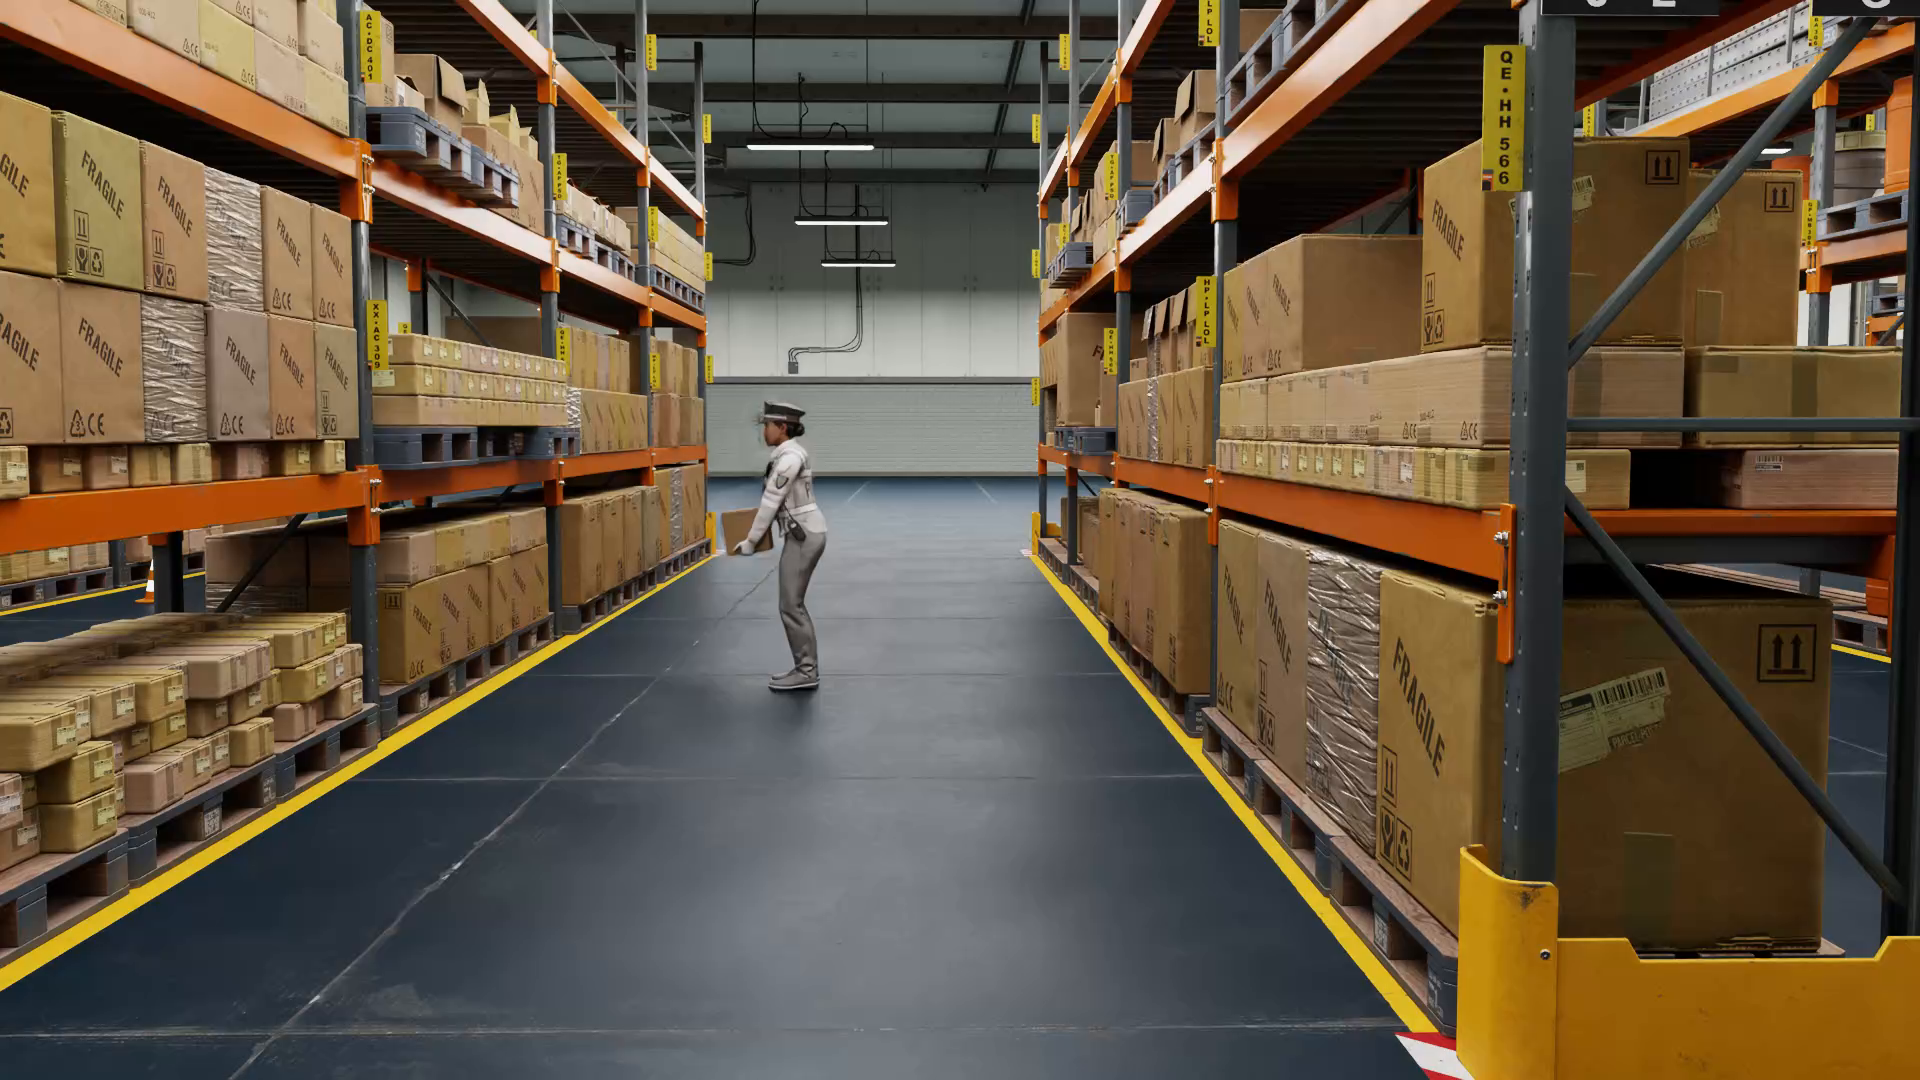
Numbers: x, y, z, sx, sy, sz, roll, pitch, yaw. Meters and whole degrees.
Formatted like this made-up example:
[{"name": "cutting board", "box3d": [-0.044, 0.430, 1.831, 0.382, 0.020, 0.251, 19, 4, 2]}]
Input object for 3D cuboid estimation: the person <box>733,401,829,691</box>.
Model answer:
[{"name": "person", "box3d": [-1.030, 0.029, 9.627, 0.541, 1.663, 0.414, 0, 4, -2]}]
